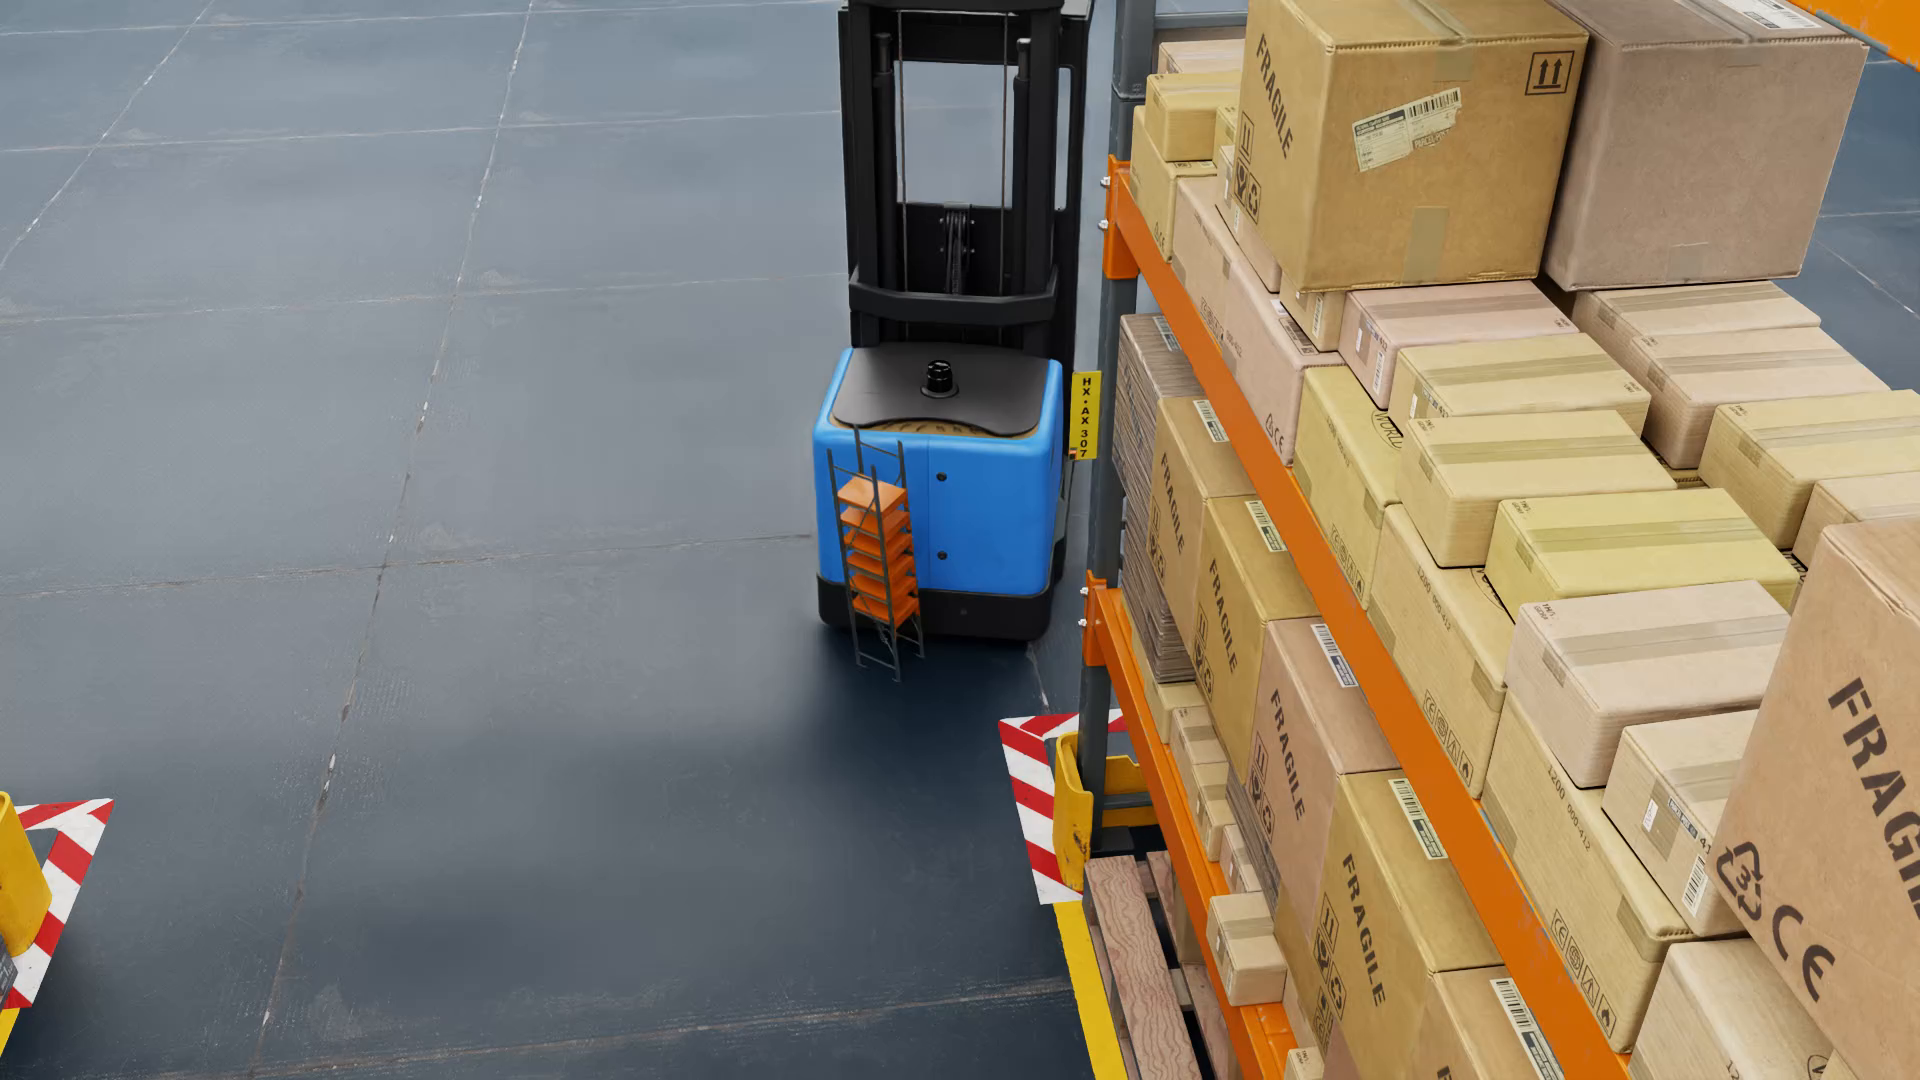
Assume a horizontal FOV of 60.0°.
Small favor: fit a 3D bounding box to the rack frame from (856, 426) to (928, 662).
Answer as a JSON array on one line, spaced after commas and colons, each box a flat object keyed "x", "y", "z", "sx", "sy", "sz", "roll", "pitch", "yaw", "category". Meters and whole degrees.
[{"x": -0.284, "y": 0.041, "z": 7.092, "sx": 0.240, "sy": 1.200, "sz": 0.006, "roll": 24, "pitch": 48, "yaw": 31, "category": "rack frame"}]

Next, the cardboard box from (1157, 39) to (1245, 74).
[{"x": 0.754, "y": -1.257, "z": 4.547, "sx": 0.380, "sy": 0.149, "sz": 0.250, "roll": -5, "pitch": 35, "yaw": -7, "category": "cardboard box"}]

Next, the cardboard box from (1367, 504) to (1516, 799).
[{"x": 1.031, "y": 0.158, "z": 2.825, "sx": 0.500, "sy": 0.250, "sz": 0.500, "roll": -5, "pitch": 35, "yaw": -7, "category": "cardboard box"}]

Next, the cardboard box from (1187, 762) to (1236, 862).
[{"x": 0.863, "y": 0.754, "z": 4.702, "sx": 0.380, "sy": 0.149, "sz": 0.250, "roll": -4, "pitch": 35, "yaw": -6, "category": "cardboard box"}]

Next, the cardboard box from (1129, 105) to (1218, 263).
[{"x": 0.755, "y": -0.975, "z": 4.487, "sx": 0.500, "sy": 0.250, "sz": 0.500, "roll": -3, "pitch": 34, "yaw": -5, "category": "cardboard box"}]

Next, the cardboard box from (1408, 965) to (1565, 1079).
[{"x": 1.083, "y": 1.060, "z": 2.791, "sx": 0.500, "sy": 0.500, "sz": 0.500, "roll": -4, "pitch": 35, "yaw": -6, "category": "cardboard box"}]

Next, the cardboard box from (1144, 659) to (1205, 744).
[{"x": 0.782, "y": 0.477, "z": 5.110, "sx": 0.380, "sy": 0.149, "sz": 0.250, "roll": -4, "pitch": 35, "yaw": -6, "category": "cardboard box"}]

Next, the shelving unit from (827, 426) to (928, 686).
[{"x": -0.340, "y": 0.090, "z": 7.039, "sx": 0.258, "sy": 1.200, "sz": 0.189, "roll": 24, "pitch": 48, "yaw": 31, "category": "shelving unit"}]

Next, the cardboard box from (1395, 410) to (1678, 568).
[{"x": 0.972, "y": -0.091, "z": 2.835, "sx": 0.380, "sy": 0.149, "sz": 0.250, "roll": -3, "pitch": 34, "yaw": -4, "category": "cardboard box"}]

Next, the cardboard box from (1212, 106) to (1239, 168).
[{"x": 0.849, "y": -0.974, "z": 4.130, "sx": 0.380, "sy": 0.149, "sz": 0.250, "roll": -5, "pitch": 35, "yaw": -7, "category": "cardboard box"}]

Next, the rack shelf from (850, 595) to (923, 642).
[{"x": -0.319, "y": 0.309, "z": 7.220, "sx": 0.258, "sy": 0.103, "sz": 0.180, "roll": 24, "pitch": 48, "yaw": 31, "category": "rack shelf"}]

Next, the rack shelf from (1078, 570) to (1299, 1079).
[{"x": 1.215, "y": 1.327, "z": 4.277, "sx": 1.077, "sy": 0.370, "sz": 4.000, "roll": -4, "pitch": 35, "yaw": -6, "category": "rack shelf"}]

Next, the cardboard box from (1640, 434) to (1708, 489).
[{"x": 1.466, "y": -0.168, "z": 3.303, "sx": 0.500, "sy": 0.250, "sz": 0.500, "roll": -5, "pitch": 35, "yaw": -7, "category": "cardboard box"}]

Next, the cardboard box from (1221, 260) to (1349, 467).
[{"x": 0.893, "y": -0.411, "z": 3.659, "sx": 0.500, "sy": 0.250, "sz": 0.500, "roll": -4, "pitch": 35, "yaw": -7, "category": "cardboard box"}]

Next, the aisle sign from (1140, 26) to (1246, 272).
[{"x": 0.641, "y": -1.172, "z": 4.998, "sx": 0.394, "sy": 0.787, "sz": 0.004, "roll": -4, "pitch": 35, "yaw": -6, "category": "aisle sign"}]

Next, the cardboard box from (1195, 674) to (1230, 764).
[{"x": 1.179, "y": 0.329, "z": 4.751, "sx": 0.875, "sy": 0.500, "sz": 0.500, "roll": -4, "pitch": 35, "yaw": -6, "category": "cardboard box"}]

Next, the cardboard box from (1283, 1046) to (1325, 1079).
[{"x": 0.977, "y": 1.314, "z": 3.881, "sx": 0.380, "sy": 0.149, "sz": 0.250, "roll": -4, "pitch": 35, "yaw": -6, "category": "cardboard box"}]

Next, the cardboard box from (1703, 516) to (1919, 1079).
[{"x": 1.171, "y": 0.304, "z": 1.680, "sx": 0.500, "sy": 0.500, "sz": 0.500, "roll": -5, "pitch": 35, "yaw": -8, "category": "cardboard box"}]

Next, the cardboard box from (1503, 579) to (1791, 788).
[{"x": 1.027, "y": 0.203, "z": 2.404, "sx": 0.380, "sy": 0.149, "sz": 0.250, "roll": -5, "pitch": 35, "yaw": -8, "category": "cardboard box"}]

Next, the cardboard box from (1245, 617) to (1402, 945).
[{"x": 0.953, "y": 0.501, "z": 3.610, "sx": 0.500, "sy": 0.500, "sz": 0.500, "roll": -4, "pitch": 35, "yaw": -6, "category": "cardboard box"}]

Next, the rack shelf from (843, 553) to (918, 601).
[{"x": -0.337, "y": 0.124, "z": 7.067, "sx": 0.258, "sy": 0.103, "sz": 0.180, "roll": 24, "pitch": 48, "yaw": 31, "category": "rack shelf"}]

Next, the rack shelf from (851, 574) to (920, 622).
[{"x": -0.328, "y": 0.217, "z": 7.143, "sx": 0.258, "sy": 0.103, "sz": 0.180, "roll": 24, "pitch": 48, "yaw": 31, "category": "rack shelf"}]

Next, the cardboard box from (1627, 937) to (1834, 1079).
[{"x": 1.164, "y": 0.734, "z": 1.979, "sx": 0.500, "sy": 0.250, "sz": 0.500, "roll": -3, "pitch": 34, "yaw": -5, "category": "cardboard box"}]

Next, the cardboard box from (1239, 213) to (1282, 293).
[{"x": 0.844, "y": -0.680, "z": 3.700, "sx": 0.380, "sy": 0.149, "sz": 0.250, "roll": -4, "pitch": 35, "yaw": -7, "category": "cardboard box"}]

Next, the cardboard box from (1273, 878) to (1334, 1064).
[{"x": 1.260, "y": 0.891, "z": 3.926, "sx": 0.875, "sy": 0.500, "sz": 0.500, "roll": -4, "pitch": 35, "yaw": -6, "category": "cardboard box"}]

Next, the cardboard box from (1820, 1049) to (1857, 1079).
[{"x": 1.154, "y": 0.644, "z": 1.756, "sx": 0.380, "sy": 0.149, "sz": 0.250, "roll": -3, "pitch": 34, "yaw": -5, "category": "cardboard box"}]

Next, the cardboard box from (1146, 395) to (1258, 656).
[{"x": 0.811, "y": -0.056, "z": 4.428, "sx": 0.500, "sy": 0.500, "sz": 0.500, "roll": -4, "pitch": 35, "yaw": -6, "category": "cardboard box"}]

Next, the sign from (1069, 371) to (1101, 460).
[{"x": 0.409, "y": -0.403, "z": 5.408, "sx": 0.100, "sy": 0.325, "sz": 0.005, "roll": -4, "pitch": 35, "yaw": -6, "category": "sign"}]

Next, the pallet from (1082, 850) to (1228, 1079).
[{"x": 1.031, "y": 1.565, "z": 5.766, "sx": 1.003, "sy": 0.211, "sz": 1.213, "roll": -4, "pitch": 35, "yaw": -6, "category": "pallet"}]

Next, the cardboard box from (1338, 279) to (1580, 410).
[{"x": 0.975, "y": -0.393, "z": 3.279, "sx": 0.380, "sy": 0.149, "sz": 0.250, "roll": -5, "pitch": 35, "yaw": -7, "category": "cardboard box"}]

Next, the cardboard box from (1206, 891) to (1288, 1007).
[{"x": 0.854, "y": 1.039, "z": 4.284, "sx": 0.380, "sy": 0.149, "sz": 0.250, "roll": -4, "pitch": 35, "yaw": -6, "category": "cardboard box"}]

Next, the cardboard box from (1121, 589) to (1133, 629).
[{"x": 0.749, "y": 0.195, "z": 5.523, "sx": 0.380, "sy": 0.149, "sz": 0.250, "roll": -4, "pitch": 35, "yaw": -6, "category": "cardboard box"}]

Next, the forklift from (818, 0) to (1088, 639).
[{"x": 0.022, "y": -1.578, "z": 7.963, "sx": 1.130, "sy": 2.935, "sz": 3.031, "roll": 3, "pitch": 34, "yaw": 4, "category": "forklift"}]

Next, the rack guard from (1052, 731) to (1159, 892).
[{"x": 0.957, "y": 0.989, "z": 6.354, "sx": 1.175, "sy": 0.500, "sz": 0.348, "roll": -4, "pitch": 35, "yaw": -6, "category": "rack guard"}]

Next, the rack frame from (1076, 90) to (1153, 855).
[{"x": 0.947, "y": -0.086, "z": 5.713, "sx": 1.000, "sy": 3.000, "sz": 0.127, "roll": -4, "pitch": 35, "yaw": -6, "category": "rack frame"}]

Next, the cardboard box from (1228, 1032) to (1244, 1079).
[{"x": 1.128, "y": 1.454, "z": 5.299, "sx": 0.500, "sy": 0.500, "sz": 0.500, "roll": 4, "pitch": 35, "yaw": 6, "category": "cardboard box"}]

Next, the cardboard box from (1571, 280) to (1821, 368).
[{"x": 1.452, "y": -0.414, "z": 3.309, "sx": 0.380, "sy": 0.149, "sz": 0.250, "roll": -6, "pitch": 35, "yaw": -9, "category": "cardboard box"}]

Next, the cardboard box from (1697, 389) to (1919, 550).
[{"x": 1.534, "y": -0.126, "z": 2.886, "sx": 0.380, "sy": 0.149, "sz": 0.250, "roll": -5, "pitch": 35, "yaw": -7, "category": "cardboard box"}]
